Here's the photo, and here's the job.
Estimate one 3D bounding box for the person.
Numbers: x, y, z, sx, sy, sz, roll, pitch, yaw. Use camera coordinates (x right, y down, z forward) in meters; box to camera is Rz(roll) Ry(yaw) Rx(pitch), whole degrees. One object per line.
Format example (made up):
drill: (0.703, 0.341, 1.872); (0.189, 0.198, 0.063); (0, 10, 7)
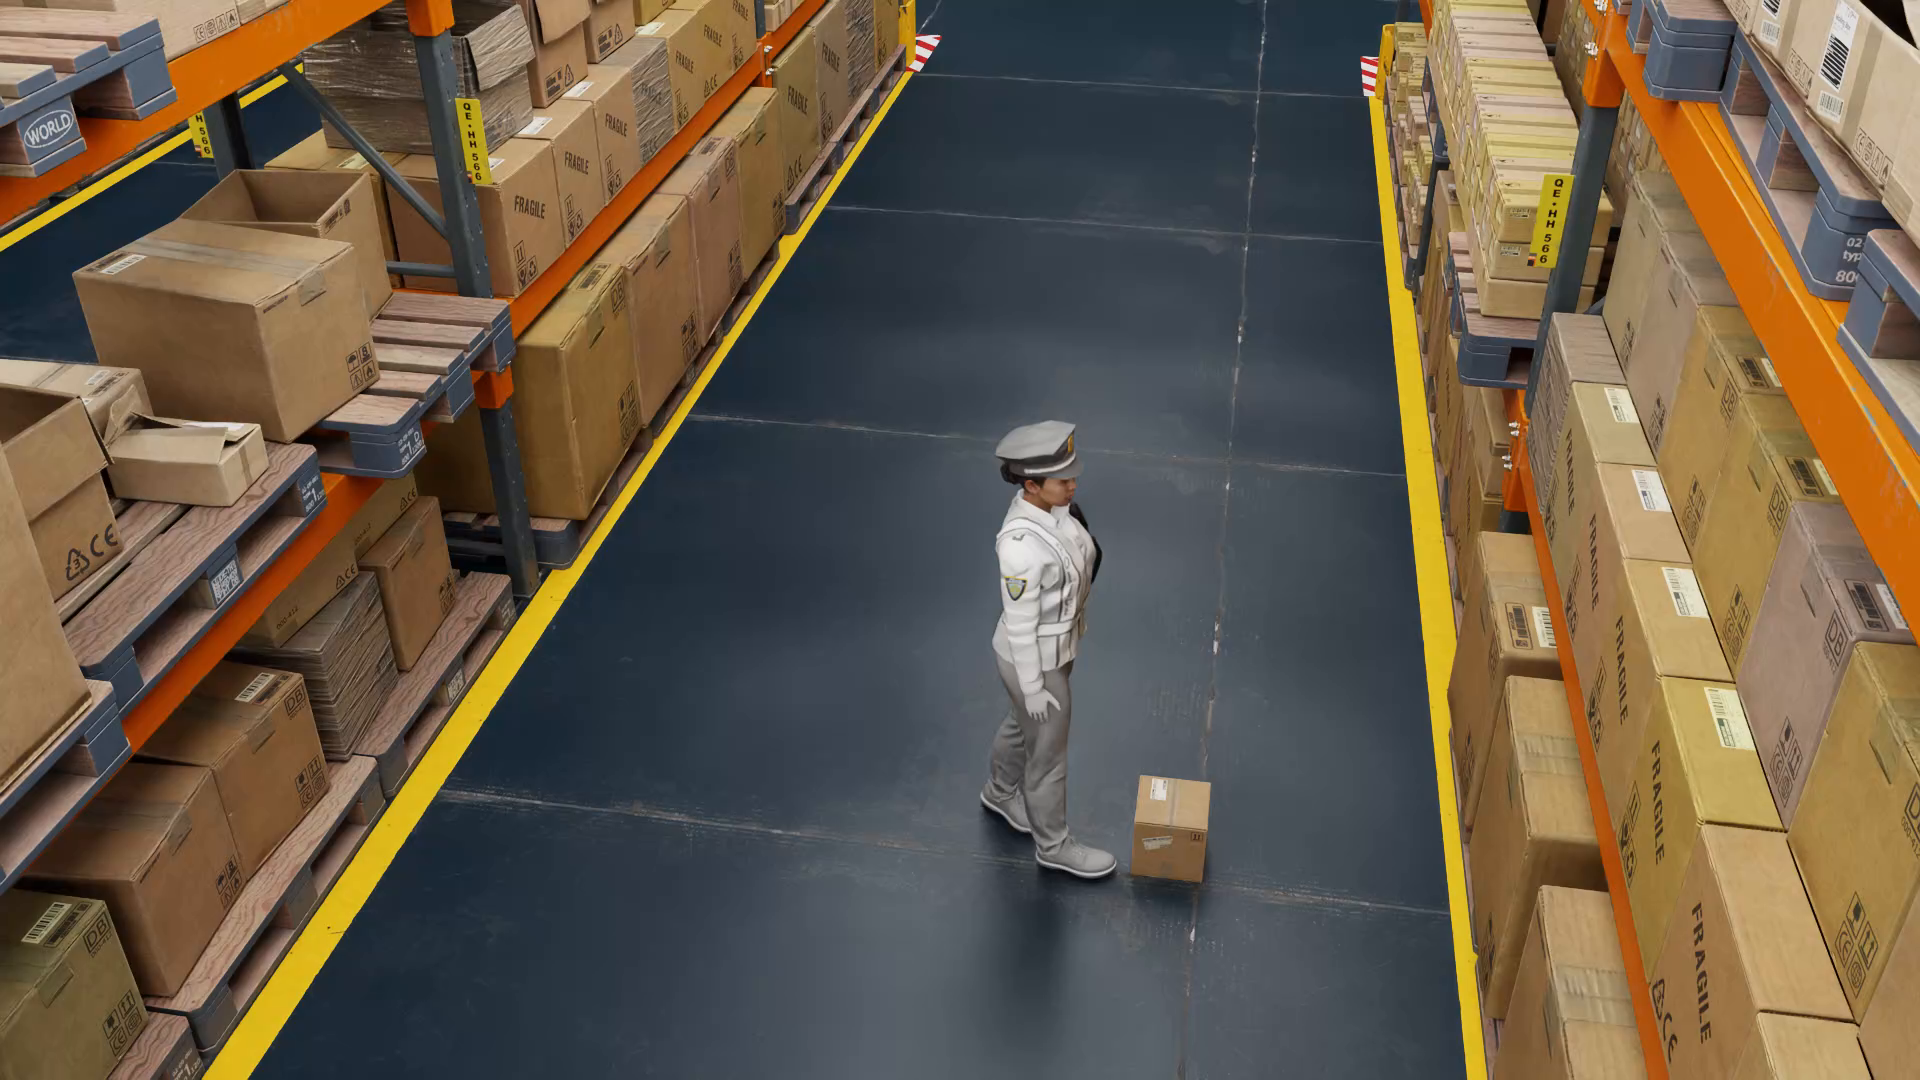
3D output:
person: (0.306, 0.375, 5.527); (0.550, 1.687, 0.495); (9, 34, 13)
